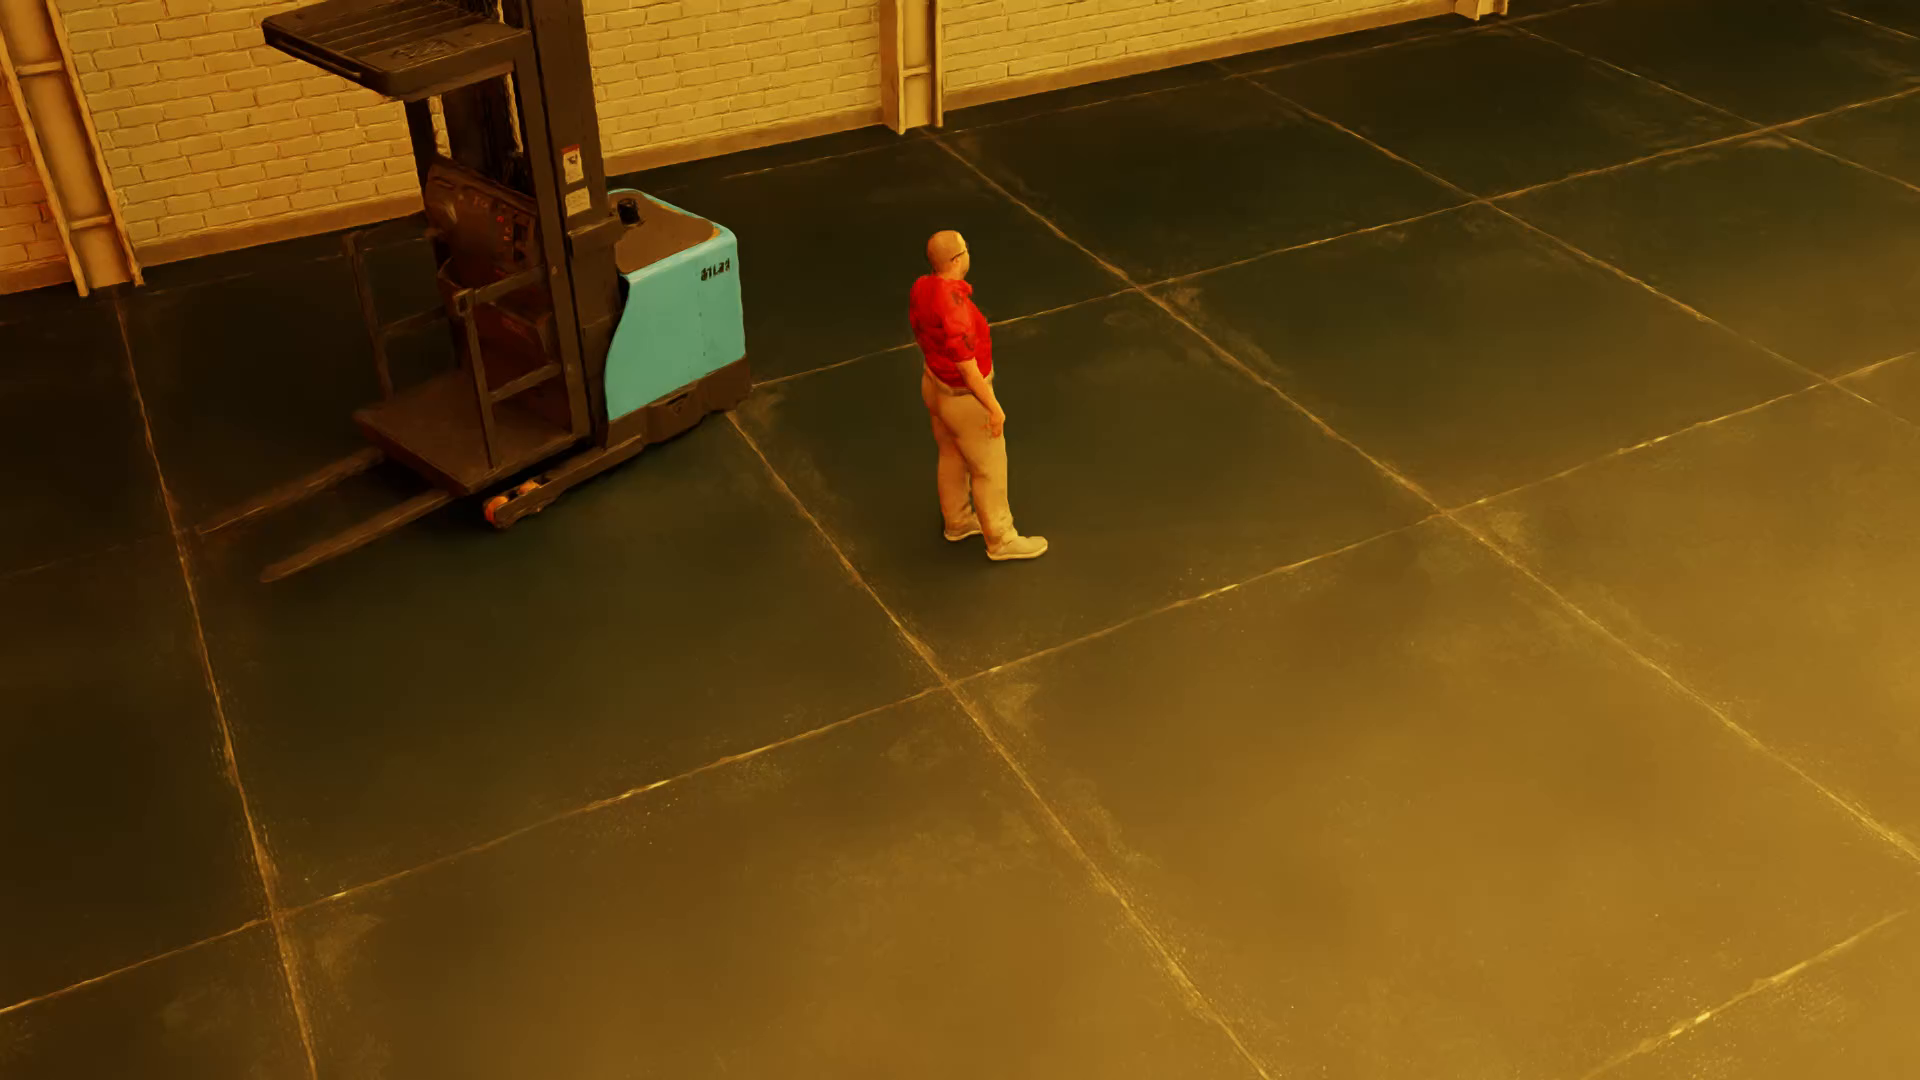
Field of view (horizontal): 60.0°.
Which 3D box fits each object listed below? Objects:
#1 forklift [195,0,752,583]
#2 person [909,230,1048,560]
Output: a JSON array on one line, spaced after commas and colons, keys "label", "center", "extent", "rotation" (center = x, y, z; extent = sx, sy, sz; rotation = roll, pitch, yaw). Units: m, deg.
[{"label": "forklift", "center": [-2.586, -1.589, 8.370], "extent": [1.130, 2.935, 3.031], "rotation": [27, 44, 33]}, {"label": "person", "center": [0.085, -0.730, 8.185], "extent": [0.550, 1.726, 0.640], "rotation": [-17, 39, -23]}]
